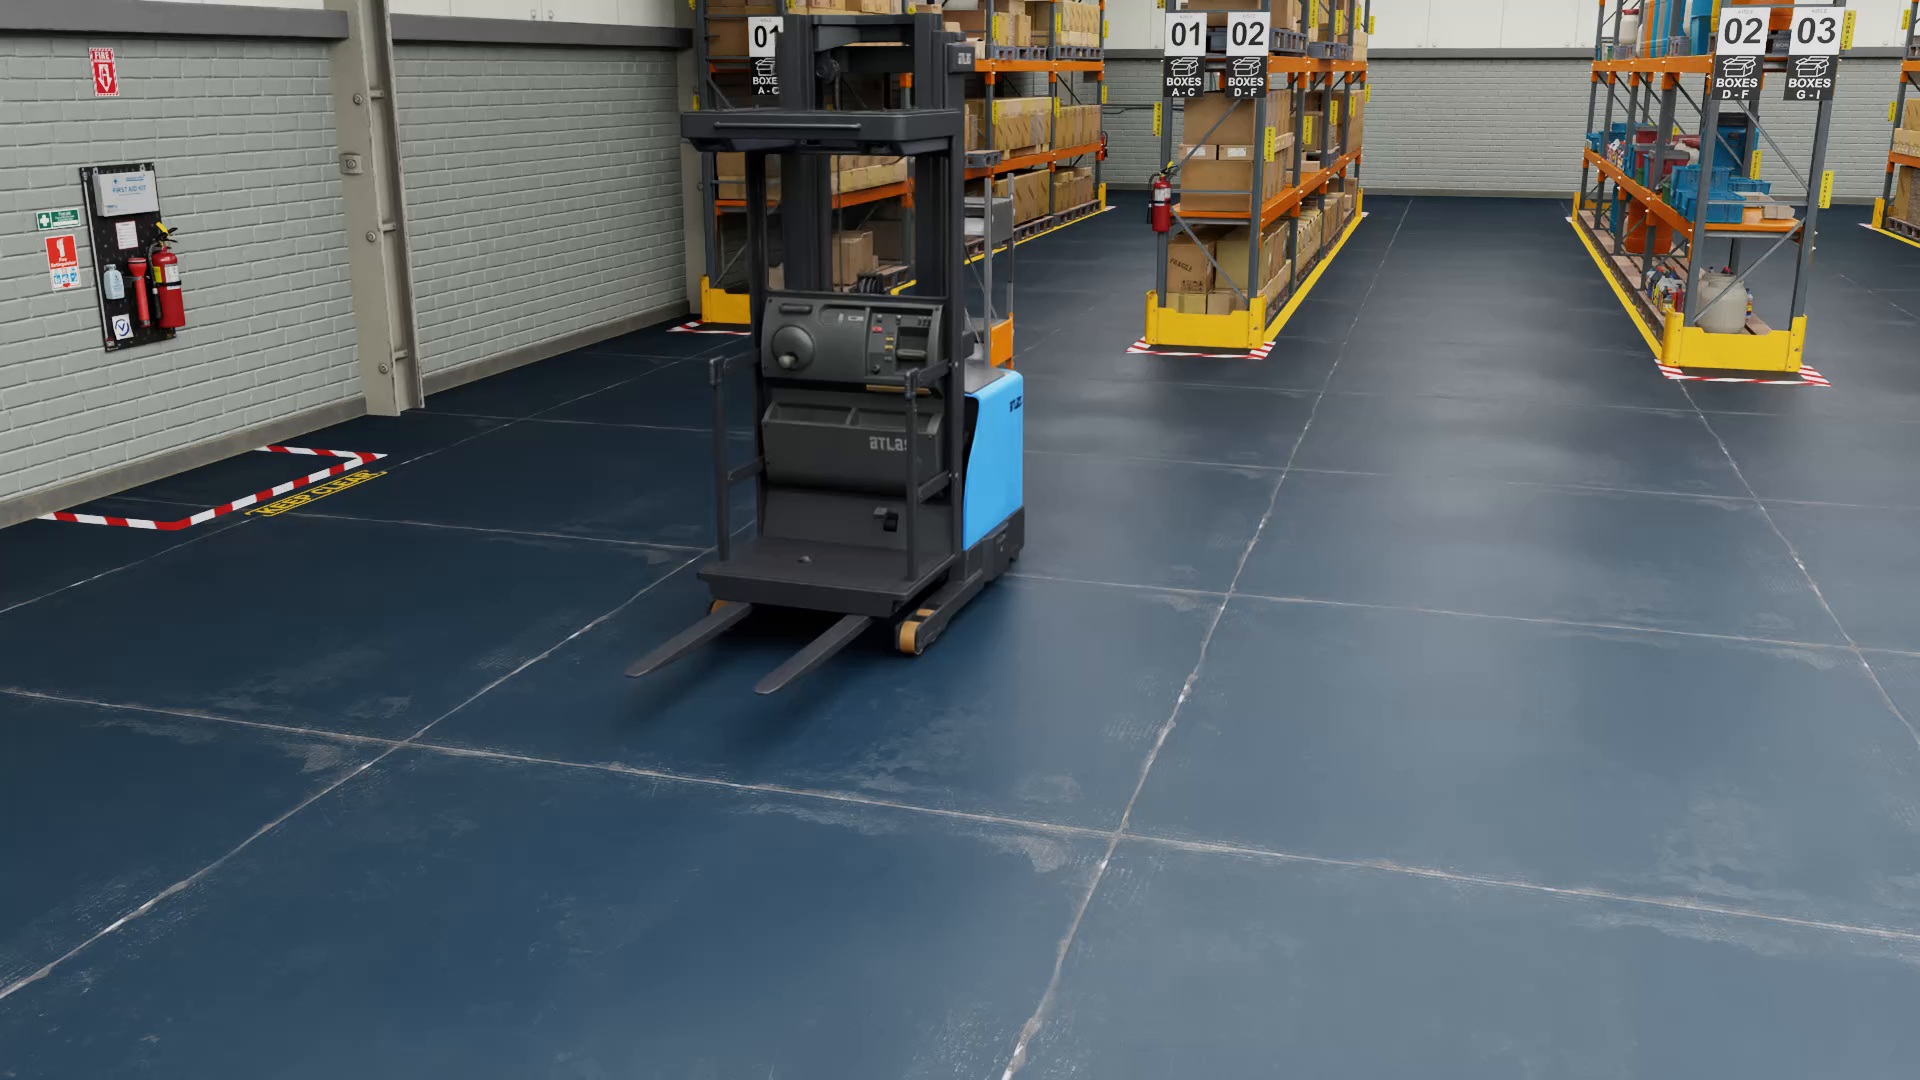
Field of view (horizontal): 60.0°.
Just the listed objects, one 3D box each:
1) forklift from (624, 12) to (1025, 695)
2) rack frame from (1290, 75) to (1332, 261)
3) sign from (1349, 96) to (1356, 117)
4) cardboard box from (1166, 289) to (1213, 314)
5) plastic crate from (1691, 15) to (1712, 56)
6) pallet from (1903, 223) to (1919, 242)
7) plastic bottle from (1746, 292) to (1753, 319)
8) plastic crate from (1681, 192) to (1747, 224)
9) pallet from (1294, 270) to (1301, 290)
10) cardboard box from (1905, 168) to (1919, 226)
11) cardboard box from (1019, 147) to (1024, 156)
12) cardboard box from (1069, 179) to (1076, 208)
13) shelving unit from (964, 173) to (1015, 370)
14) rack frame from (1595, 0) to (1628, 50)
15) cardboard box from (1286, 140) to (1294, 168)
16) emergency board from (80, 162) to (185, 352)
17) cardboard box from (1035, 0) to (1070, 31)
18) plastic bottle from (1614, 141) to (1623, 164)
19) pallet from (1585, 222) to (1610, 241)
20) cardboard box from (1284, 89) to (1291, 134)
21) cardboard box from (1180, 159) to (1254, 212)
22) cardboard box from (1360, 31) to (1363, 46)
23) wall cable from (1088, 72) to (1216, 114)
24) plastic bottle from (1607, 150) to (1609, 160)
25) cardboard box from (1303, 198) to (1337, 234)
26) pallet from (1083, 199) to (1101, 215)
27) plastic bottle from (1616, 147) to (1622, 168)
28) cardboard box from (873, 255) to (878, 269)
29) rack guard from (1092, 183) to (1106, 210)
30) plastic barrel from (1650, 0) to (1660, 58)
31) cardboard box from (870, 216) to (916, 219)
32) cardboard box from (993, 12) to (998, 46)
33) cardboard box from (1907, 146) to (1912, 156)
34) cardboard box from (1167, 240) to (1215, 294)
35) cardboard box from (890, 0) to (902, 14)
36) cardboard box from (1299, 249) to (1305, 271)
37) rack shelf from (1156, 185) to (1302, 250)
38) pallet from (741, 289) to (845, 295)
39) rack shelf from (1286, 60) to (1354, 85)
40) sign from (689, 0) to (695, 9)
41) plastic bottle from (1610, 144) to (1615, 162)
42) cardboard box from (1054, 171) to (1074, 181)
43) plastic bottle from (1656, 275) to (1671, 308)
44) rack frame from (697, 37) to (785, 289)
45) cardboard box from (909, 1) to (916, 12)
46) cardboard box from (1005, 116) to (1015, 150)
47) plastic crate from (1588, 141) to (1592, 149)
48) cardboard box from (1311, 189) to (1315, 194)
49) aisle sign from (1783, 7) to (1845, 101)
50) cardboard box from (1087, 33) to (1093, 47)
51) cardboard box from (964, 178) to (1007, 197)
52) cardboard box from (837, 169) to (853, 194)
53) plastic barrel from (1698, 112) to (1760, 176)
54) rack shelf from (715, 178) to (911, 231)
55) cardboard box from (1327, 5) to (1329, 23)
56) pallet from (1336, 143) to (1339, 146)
[{"bbox_3d":[-0.602,-0.987,7.937,1.130,2.935,3.031,5,17,19],"label":"forklift"},{"bbox_3d":[4.752,-5.529,23.824,1.000,3.000,0.127,5,16,16],"label":"rack frame"},{"bbox_3d":[6.422,-7.090,27.207,0.100,0.325,0.005,5,16,16],"label":"sign"},{"bbox_3d":[2.347,-2.478,17.338,0.500,0.250,0.500,5,16,16],"label":"cardboard box"},{"bbox_3d":[7.480,-5.008,16.521,0.392,0.384,0.575,5,16,16],"label":"plastic crate"},{"bbox_3d":[16.021,-4.977,26.991,1.003,0.211,1.213,5,16,16],"label":"pallet"},{"bbox_3d":[8.040,-2.400,16.987,0.097,0.271,0.097,0,16,0],"label":"plastic bottle"},{"bbox_3d":[7.082,-3.133,15.651,0.499,0.251,0.616,5,16,16],"label":"plastic crate"},{"bbox_3d":[3.787,-3.336,21.205,1.003,0.211,1.213,5,16,16],"label":"pallet"},{"bbox_3d":[16.158,-5.621,27.272,0.875,0.875,0.875,5,16,16],"label":"cardboard box"},{"bbox_3d":[0.824,-6.339,27.105,0.380,0.149,0.250,5,17,18],"label":"cardboard box"},{"bbox_3d":[1.743,-6.411,30.745,0.700,0.500,0.500,5,17,17],"label":"cardboard box"},{"bbox_3d":[0.047,-1.053,9.696,0.431,2.100,0.503,5,16,16],"label":"shelving unit"},{"bbox_3d":[11.773,-10.123,29.027,1.000,3.000,0.127,5,16,16],"label":"rack frame"},{"bbox_3d":[3.999,-4.868,21.311,0.500,0.500,0.500,6,17,20],"label":"cardboard box"},{"bbox_3d":[-5.347,-1.856,10.875,0.194,1.169,0.643,5,16,16],"label":"emergency board"},{"bbox_3d":[1.609,-9.105,28.883,0.500,0.500,0.500,4,16,15],"label":"cardboard box"},{"bbox_3d":[9.706,-5.679,24.446,0.144,0.351,0.185,5,16,16],"label":"plastic bottle"},{"bbox_3d":[10.808,-5.044,27.225,1.003,0.211,1.213,5,16,16],"label":"pallet"},{"bbox_3d":[3.495,-5.038,19.533,0.700,0.500,0.500,5,17,16],"label":"cardboard box"},{"bbox_3d":[2.623,-3.605,16.858,0.700,0.500,0.500,5,16,16],"label":"cardboard box"},{"bbox_3d":[6.700,-8.686,28.818,0.500,0.250,0.500,5,16,16],"label":"cardboard box"},{"bbox_3d":[4.225,-10.849,37.278,3.097,2.526,0.112,5,16,16],"label":"wall cable"},{"bbox_3d":[10.070,-5.965,25.727,0.097,0.201,0.097,0,16,0],"label":"plastic bottle"},{"bbox_3d":[5.589,-5.040,25.875,0.500,0.500,0.500,4,16,14],"label":"cardboard box"},{"bbox_3d":[2.122,-6.448,32.176,1.003,0.211,1.213,5,16,16],"label":"pallet"},{"bbox_3d":[9.530,-5.525,24.026,0.061,0.283,0.133,5,16,16],"label":"plastic bottle"},{"bbox_3d":[-1.259,-3.572,21.310,0.380,0.166,0.250,2,16,9],"label":"cardboard box"},{"bbox_3d":[2.281,-6.808,32.917,1.175,0.500,0.348,5,16,16],"label":"rack guard"},{"bbox_3d":[8.671,-6.273,20.034,0.600,0.901,0.708,5,16,16],"label":"plastic barrel"},{"bbox_3d":[-0.844,-4.207,22.940,0.700,0.500,0.500,4,16,15],"label":"cardboard box"},{"bbox_3d":[0.184,-7.889,25.658,0.700,0.500,0.500,4,16,13],"label":"cardboard box"},{"bbox_3d":[15.814,-6.395,27.340,0.380,0.149,0.250,4,16,15],"label":"cardboard box"},{"bbox_3d":[2.345,-2.839,17.237,0.500,0.500,0.500,5,16,16],"label":"cardboard box"},{"bbox_3d":[-1.018,-6.695,20.387,0.500,0.500,0.500,3,16,11],"label":"cardboard box"},{"bbox_3d":[4.114,-3.581,21.228,0.500,0.250,0.500,5,17,17],"label":"cardboard box"},{"bbox_3d":[3.047,-3.613,18.388,1.077,0.370,4.000,5,16,16],"label":"rack shelf"},{"bbox_3d":[-1.986,-2.707,18.986,1.003,0.211,1.213,5,16,16],"label":"pallet"},{"bbox_3d":[5.320,-7.149,25.358,1.077,0.370,4.000,5,16,16],"label":"rack shelf"},{"bbox_3d":[-2.799,-5.736,17.436,0.100,0.325,0.005,5,16,16],"label":"sign"},{"bbox_3d":[9.871,-5.839,25.131,0.061,0.283,0.133,5,16,16],"label":"plastic bottle"},{"bbox_3d":[1.869,-6.670,30.469,0.380,0.149,0.250,4,16,14],"label":"cardboard box"},{"bbox_3d":[7.508,-2.646,17.709,0.144,0.351,0.185,5,17,18],"label":"plastic bottle"},{"bbox_3d":[-2.272,-3.819,17.796,1.000,3.000,0.127,5,16,16],"label":"rack frame"},{"bbox_3d":[-0.903,-6.695,21.488,0.500,0.500,0.500,7,17,24],"label":"cardboard box"},{"bbox_3d":[0.542,-6.356,25.977,0.500,0.500,0.500,5,17,18],"label":"cardboard box"},{"bbox_3d":[11.024,-6.844,28.837,0.250,0.136,0.298,5,16,16],"label":"plastic crate"},{"bbox_3d":[5.778,-5.755,28.398,0.500,0.500,0.500,5,16,16],"label":"cardboard box"},{"bbox_3d":[7.487,-4.260,14.586,0.394,0.787,0.004,5,16,16],"label":"aisle sign"},{"bbox_3d":[2.174,-9.277,30.866,0.500,0.250,0.500,4,16,14],"label":"cardboard box"},{"bbox_3d":[0.336,-5.262,26.053,0.750,0.750,0.750,4,16,15],"label":"cardboard box"},{"bbox_3d":[-1.545,-4.129,19.128,0.500,0.250,0.500,4,16,15],"label":"cardboard box"},{"bbox_3d":[8.763,-4.416,18.982,0.600,0.901,0.708,5,16,16],"label":"plastic barrel"},{"bbox_3d":[-1.704,-3.996,19.739,1.077,0.370,4.000,5,16,16],"label":"rack shelf"},{"bbox_3d":[5.298,-7.841,25.344,0.600,0.600,0.600,4,16,14],"label":"cardboard box"},{"bbox_3d":[5.557,-6.282,26.833,1.003,0.211,1.213,5,16,16],"label":"pallet"}]
